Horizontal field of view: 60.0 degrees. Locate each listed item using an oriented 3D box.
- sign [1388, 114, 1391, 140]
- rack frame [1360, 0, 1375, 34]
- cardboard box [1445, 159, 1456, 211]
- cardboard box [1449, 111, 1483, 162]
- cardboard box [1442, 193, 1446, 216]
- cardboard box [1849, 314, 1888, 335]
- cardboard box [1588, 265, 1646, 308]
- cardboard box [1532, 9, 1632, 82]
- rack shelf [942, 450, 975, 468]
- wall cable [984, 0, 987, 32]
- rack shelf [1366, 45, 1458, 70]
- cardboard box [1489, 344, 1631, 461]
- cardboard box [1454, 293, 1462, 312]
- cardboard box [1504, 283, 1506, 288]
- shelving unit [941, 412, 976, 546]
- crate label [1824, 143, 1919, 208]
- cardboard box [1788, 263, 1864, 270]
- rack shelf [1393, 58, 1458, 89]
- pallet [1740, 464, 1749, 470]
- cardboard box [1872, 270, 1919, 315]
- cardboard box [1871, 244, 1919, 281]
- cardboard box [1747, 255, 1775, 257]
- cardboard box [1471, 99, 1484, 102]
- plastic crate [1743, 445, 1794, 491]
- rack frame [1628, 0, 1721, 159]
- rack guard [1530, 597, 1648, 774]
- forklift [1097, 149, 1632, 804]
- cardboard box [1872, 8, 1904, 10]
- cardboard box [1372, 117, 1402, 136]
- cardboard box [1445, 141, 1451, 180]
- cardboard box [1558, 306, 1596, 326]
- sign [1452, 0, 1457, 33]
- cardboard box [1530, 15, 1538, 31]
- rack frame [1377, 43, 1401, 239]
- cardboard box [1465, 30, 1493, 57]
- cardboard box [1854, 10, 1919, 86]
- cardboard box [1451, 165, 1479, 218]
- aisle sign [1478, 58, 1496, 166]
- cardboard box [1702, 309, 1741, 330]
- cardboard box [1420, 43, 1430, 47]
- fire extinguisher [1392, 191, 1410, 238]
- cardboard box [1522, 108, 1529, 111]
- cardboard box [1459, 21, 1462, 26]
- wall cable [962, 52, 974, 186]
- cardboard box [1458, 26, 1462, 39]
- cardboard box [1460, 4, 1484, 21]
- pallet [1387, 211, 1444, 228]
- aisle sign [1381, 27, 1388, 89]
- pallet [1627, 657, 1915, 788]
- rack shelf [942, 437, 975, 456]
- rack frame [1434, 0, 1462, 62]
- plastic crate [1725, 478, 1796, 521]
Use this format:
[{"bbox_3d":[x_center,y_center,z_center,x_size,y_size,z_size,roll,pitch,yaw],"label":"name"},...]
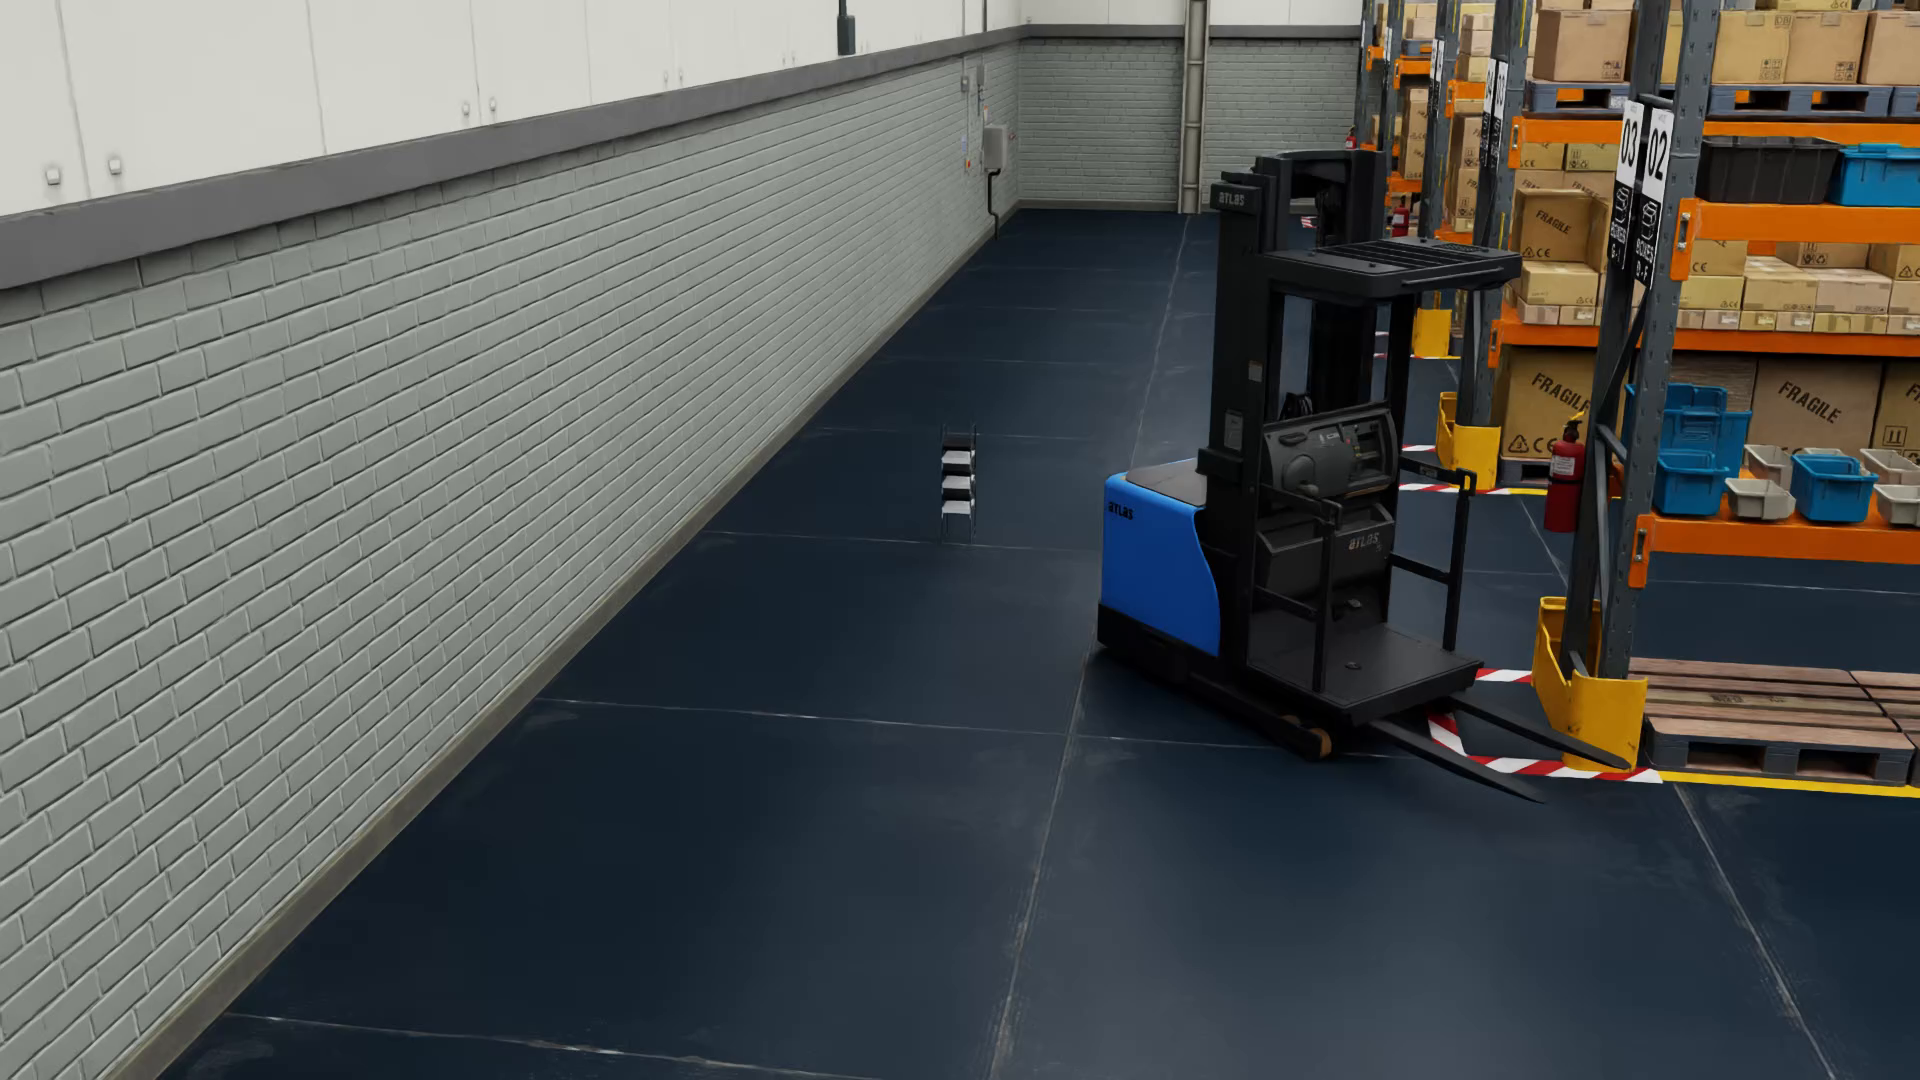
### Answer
[{"bbox_3d":[5.598,-5.377,21.656,0.005,0.325,0.100,3,19,9],"label":"sign"},{"bbox_3d":[6.475,-9.502,26.021,0.127,3.000,1.000,3,19,9],"label":"rack frame"},{"bbox_3d":[5.491,-3.793,17.785,0.500,0.500,0.500,3,19,10],"label":"cardboard box"},{"bbox_3d":[5.498,-4.264,17.617,0.500,0.500,0.500,3,19,8],"label":"cardboard box"},{"bbox_3d":[7.902,-5.555,26.957,0.500,0.500,0.700,4,19,11],"label":"cardboard box"},{"bbox_3d":[6.700,-1.641,12.377,0.250,0.149,0.380,3,19,10],"label":"cardboard box"},{"bbox_3d":[5.065,-1.935,12.625,0.500,0.250,0.500,3,19,8],"label":"cardboard box"},{"bbox_3d":[4.642,-3.705,12.443,0.500,0.500,0.700,2,19,5],"label":"cardboard box"},{"bbox_3d":[-0.008,-0.566,11.615,0.200,0.077,0.258,3,19,9],"label":"rack shelf"},{"bbox_3d":[0.632,-9.269,25.265,0.133,3.039,2.988,3,19,9],"label":"wall cable"},{"bbox_3d":[8.450,-7.638,26.310,4.000,0.370,1.077,3,19,9],"label":"rack shelf"},{"bbox_3d":[4.764,-1.182,13.295,0.875,0.875,0.875,3,19,9],"label":"cardboard box"},{"bbox_3d":[5.573,-2.597,18.201,0.250,0.149,0.380,2,19,7],"label":"cardboard box"},{"bbox_3d":[5.808,-2.698,18.032,0.250,0.149,0.380,3,19,10],"label":"cardboard box"},{"bbox_3d":[-0.008,-0.427,11.662,0.210,0.900,0.258,3,19,9],"label":"shelving unit"},{"bbox_3d":[4.194,-1.650,7.514,0.502,0.251,0.408,3,19,9],"label":"crate label"},{"bbox_3d":[6.644,-2.023,12.889,0.500,0.250,0.500,3,19,10],"label":"cardboard box"},{"bbox_3d":[7.666,-6.083,21.662,4.000,0.370,1.077,3,19,9],"label":"rack shelf"},{"bbox_3d":[6.123,-0.597,13.255,1.213,0.211,1.003,3,19,9],"label":"pallet"},{"bbox_3d":[7.080,-1.831,12.317,0.500,0.250,0.500,3,19,10],"label":"cardboard box"},{"bbox_3d":[7.079,-2.188,12.200,0.500,0.500,0.500,3,19,9],"label":"cardboard box"},{"bbox_3d":[10.266,-4.086,21.975,0.875,0.875,0.875,4,19,10],"label":"cardboard box"},{"bbox_3d":[6.770,-5.779,21.593,0.250,0.149,0.380,2,19,7],"label":"cardboard box"},{"bbox_3d":[4.168,-0.365,8.487,0.243,0.136,0.396,3,19,9],"label":"plastic crate"},{"bbox_3d":[3.334,-3.291,7.456,0.127,3.000,1.000,3,19,9],"label":"rack frame"},{"bbox_3d":[3.308,0.742,8.796,0.348,0.500,1.175,3,19,9],"label":"rack guard"},{"bbox_3d":[2.060,-0.441,8.503,1.130,2.935,3.031,-12,22,-33],"label":"forklift"},{"bbox_3d":[9.312,-4.961,16.354,0.500,0.500,0.700,3,19,9],"label":"cardboard box"},{"bbox_3d":[6.881,-6.620,26.629,0.500,0.250,0.500,3,19,9],"label":"cardboard box"},{"bbox_3d":[6.624,-5.019,21.918,0.500,0.500,0.500,3,19,8],"label":"cardboard box"},{"bbox_3d":[4.672,-1.745,12.686,0.250,0.149,0.380,3,19,8],"label":"cardboard box"},{"bbox_3d":[4.920,-5.213,16.552,0.005,0.325,0.100,3,19,9],"label":"sign"},{"bbox_3d":[5.795,-5.181,16.654,0.250,0.149,0.380,3,19,9],"label":"cardboard box"},{"bbox_3d":[5.692,-5.102,22.325,0.127,3.000,1.000,3,19,9],"label":"rack frame"},{"bbox_3d":[5.408,-5.031,16.832,0.500,0.250,0.500,3,19,10],"label":"cardboard box"},{"bbox_3d":[6.757,-3.562,12.016,0.500,0.500,0.700,4,19,11],"label":"cardboard box"},{"bbox_3d":[5.406,-3.626,17.285,0.500,0.500,0.500,4,19,11],"label":"cardboard box"},{"bbox_3d":[4.096,-3.328,12.925,0.004,0.787,0.394,3,19,9],"label":"aisle sign"},{"bbox_3d":[5.688,-1.693,12.532,0.250,0.149,0.380,3,19,8],"label":"cardboard box"},{"bbox_3d":[7.267,-7.849,26.201,0.250,0.149,0.380,3,19,9],"label":"cardboard box"},{"bbox_3d":[4.831,-3.490,18.216,0.183,0.674,0.296,3,19,9],"label":"fire extinguisher"},{"bbox_3d":[7.141,-5.463,21.670,0.500,0.500,0.500,3,19,8],"label":"cardboard box"},{"bbox_3d":[7.879,-7.993,26.005,0.500,0.250,0.500,2,19,7],"label":"cardboard box"},{"bbox_3d":[0.121,-5.875,22.985,0.123,1.953,0.585,3,19,9],"label":"wall cable"},{"bbox_3d":[6.577,-6.662,21.834,0.250,0.149,0.380,1,19,4],"label":"cardboard box"},{"bbox_3d":[7.871,-8.233,25.935,0.500,0.250,0.500,3,19,8],"label":"cardboard box"},{"bbox_3d":[7.338,-5.291,27.285,1.213,0.211,1.003,3,19,9],"label":"pallet"},{"bbox_3d":[5.670,-6.436,22.213,0.004,0.787,0.394,3,19,9],"label":"aisle sign"},{"bbox_3d":[4.142,0.930,8.690,1.213,0.211,1.003,3,19,9],"label":"pallet"},{"bbox_3d":[-0.008,-0.652,11.586,0.200,0.077,0.258,3,19,9],"label":"rack shelf"},{"bbox_3d":[5.006,-6.391,16.723,0.127,3.000,1.000,3,19,9],"label":"rack frame"},{"bbox_3d":[3.829,-0.192,7.969,0.298,0.136,0.250,3,19,9],"label":"plastic crate"}]
